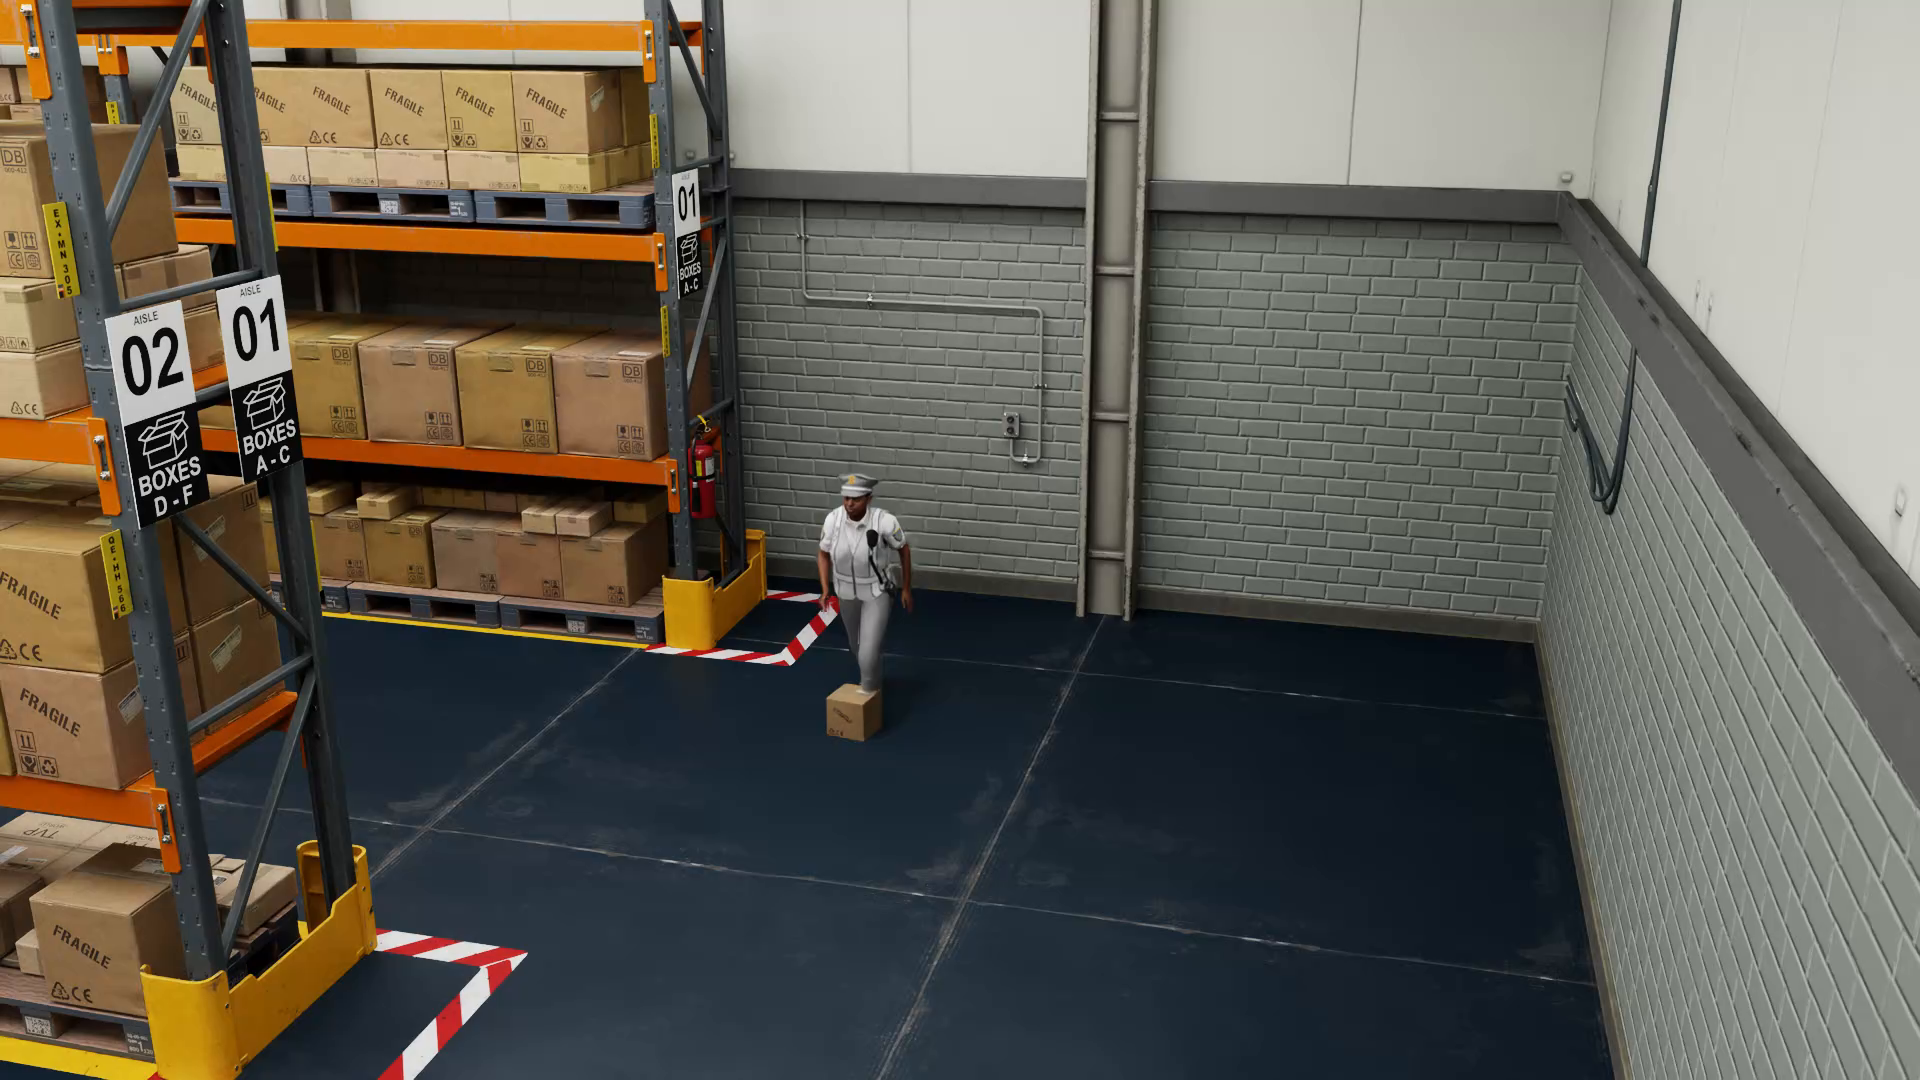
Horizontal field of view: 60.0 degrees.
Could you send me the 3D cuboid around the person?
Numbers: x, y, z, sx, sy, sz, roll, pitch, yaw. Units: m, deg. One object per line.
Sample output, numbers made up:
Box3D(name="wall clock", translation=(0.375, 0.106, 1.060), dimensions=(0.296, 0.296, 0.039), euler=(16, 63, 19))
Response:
Box3D(name="person", translation=(-6.565, 1.154, 7.294), dimensions=(9.534, 1.827, 10.882), euler=(7, 20, 20))
